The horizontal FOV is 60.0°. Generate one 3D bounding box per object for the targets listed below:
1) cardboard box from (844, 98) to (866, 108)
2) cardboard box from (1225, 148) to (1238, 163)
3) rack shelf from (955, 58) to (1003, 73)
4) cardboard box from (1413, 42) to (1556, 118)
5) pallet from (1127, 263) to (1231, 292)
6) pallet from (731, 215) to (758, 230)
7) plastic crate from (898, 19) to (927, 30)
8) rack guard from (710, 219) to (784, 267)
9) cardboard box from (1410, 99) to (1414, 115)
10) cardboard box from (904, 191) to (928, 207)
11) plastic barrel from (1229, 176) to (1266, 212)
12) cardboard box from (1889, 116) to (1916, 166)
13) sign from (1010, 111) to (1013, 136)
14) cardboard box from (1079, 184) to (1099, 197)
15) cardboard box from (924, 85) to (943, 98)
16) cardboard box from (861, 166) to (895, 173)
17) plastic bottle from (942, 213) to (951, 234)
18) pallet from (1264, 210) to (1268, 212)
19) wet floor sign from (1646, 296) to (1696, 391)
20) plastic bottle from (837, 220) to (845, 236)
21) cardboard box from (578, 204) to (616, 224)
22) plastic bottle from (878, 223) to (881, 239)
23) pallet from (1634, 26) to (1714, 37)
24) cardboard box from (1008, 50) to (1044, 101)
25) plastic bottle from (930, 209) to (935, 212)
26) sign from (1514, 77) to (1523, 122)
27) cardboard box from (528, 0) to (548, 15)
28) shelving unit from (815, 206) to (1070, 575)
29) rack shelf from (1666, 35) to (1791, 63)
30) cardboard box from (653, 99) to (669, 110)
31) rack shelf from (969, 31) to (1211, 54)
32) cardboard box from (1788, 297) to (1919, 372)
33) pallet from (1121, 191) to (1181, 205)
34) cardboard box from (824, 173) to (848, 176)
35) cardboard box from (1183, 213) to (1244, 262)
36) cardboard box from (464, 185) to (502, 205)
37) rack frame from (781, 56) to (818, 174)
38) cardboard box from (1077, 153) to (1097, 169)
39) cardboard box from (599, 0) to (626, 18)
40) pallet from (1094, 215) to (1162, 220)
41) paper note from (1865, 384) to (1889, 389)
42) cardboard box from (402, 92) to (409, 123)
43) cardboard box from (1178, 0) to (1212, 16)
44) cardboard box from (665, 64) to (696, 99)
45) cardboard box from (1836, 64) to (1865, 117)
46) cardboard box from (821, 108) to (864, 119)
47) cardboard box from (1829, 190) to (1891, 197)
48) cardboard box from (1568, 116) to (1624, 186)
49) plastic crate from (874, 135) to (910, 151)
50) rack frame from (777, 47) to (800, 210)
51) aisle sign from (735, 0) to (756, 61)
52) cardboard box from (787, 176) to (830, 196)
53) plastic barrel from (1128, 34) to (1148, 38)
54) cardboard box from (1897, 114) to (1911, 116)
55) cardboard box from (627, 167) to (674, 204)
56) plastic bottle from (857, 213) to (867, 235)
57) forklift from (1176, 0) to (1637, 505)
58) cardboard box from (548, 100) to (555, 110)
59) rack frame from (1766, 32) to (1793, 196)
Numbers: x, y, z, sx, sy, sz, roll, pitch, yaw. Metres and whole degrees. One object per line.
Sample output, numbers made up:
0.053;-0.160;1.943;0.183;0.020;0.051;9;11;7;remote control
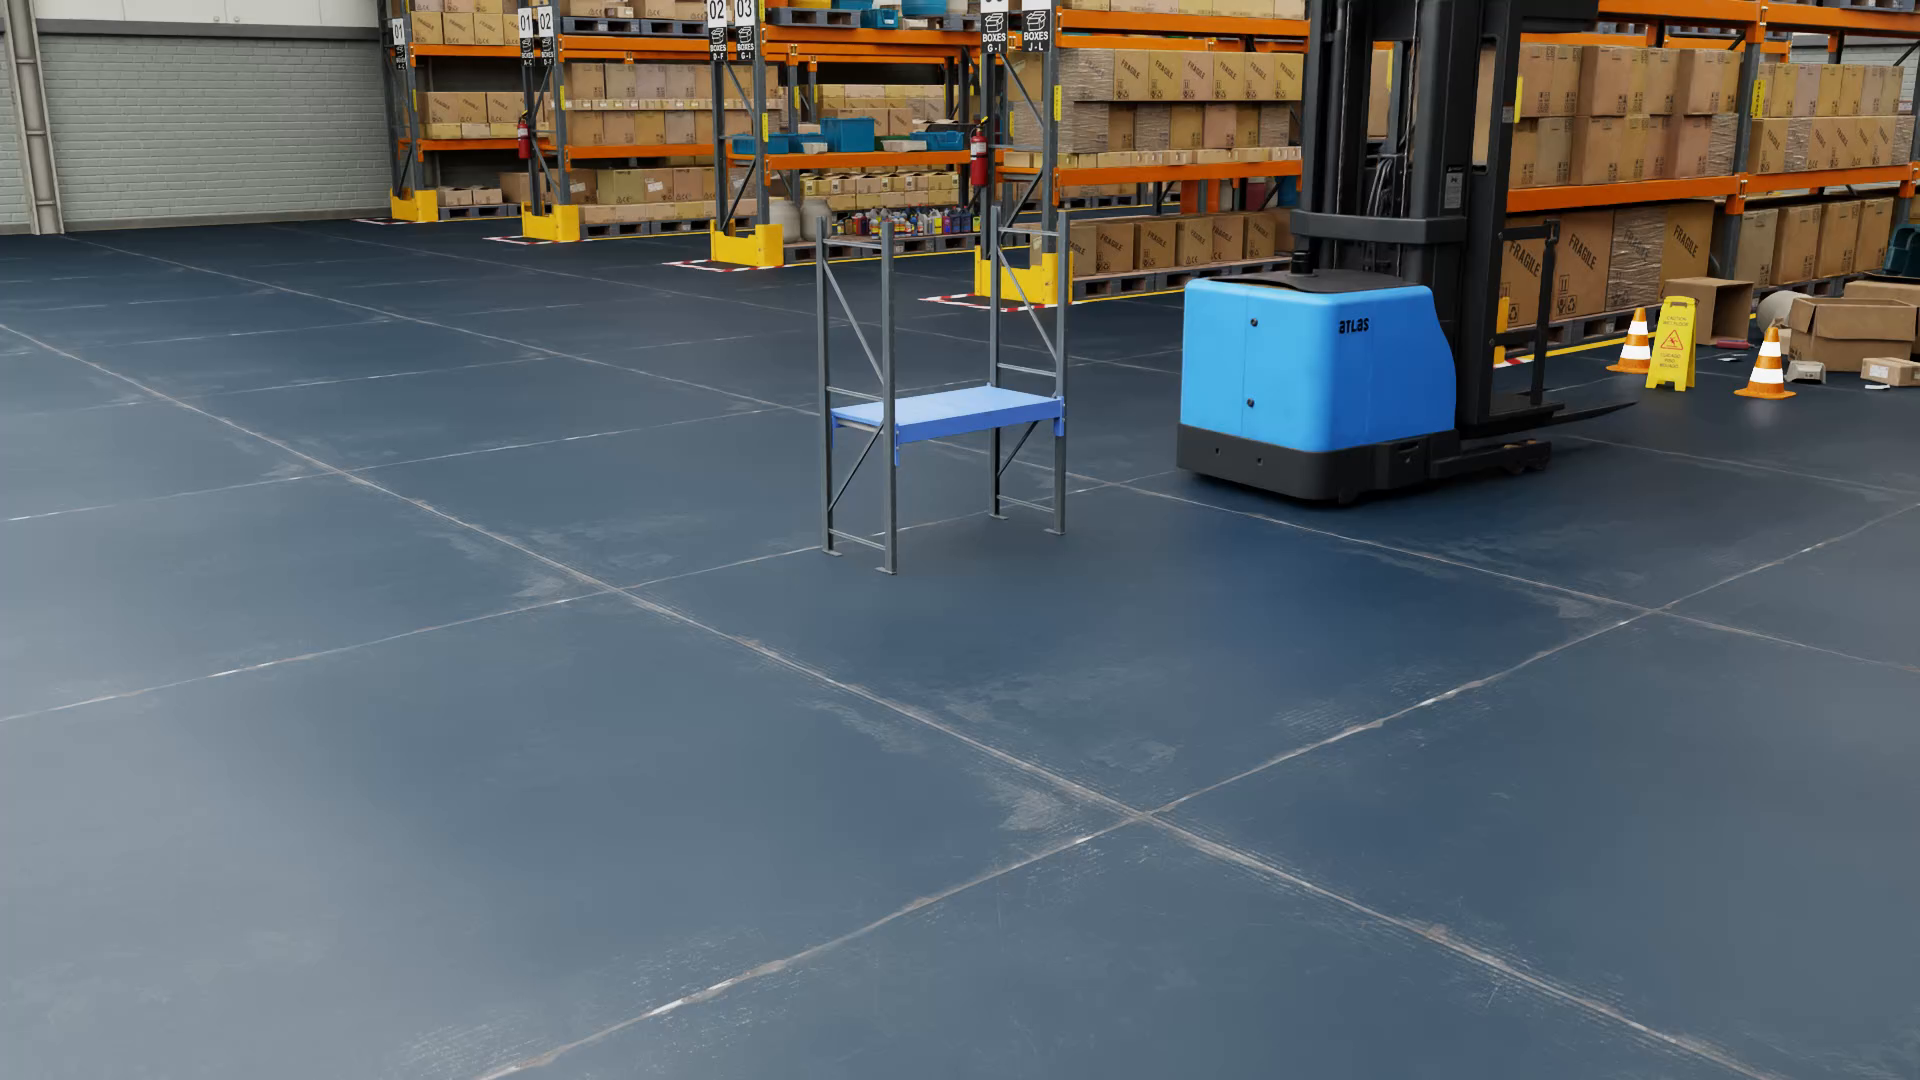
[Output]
-2.201;-8.474;32.855;0.500;0.500;0.500;-12;19;-38;cardboard box
2.818;-4.216;18.208;0.250;0.149;0.380;-13;19;-39;cardboard box
1.390;-10.271;35.973;4.000;0.370;1.077;-13;19;-39;rack shelf
4.068;-3.572;12.927;0.550;0.550;0.875;-13;19;-39;cardboard box
2.196;-2.907;18.225;1.213;0.211;1.003;-13;19;-39;pallet
-3.527;-5.038;26.203;1.213;0.211;1.003;-13;19;-39;pallet
-0.596;-6.518;21.039;0.396;0.136;0.243;-13;19;-39;plastic crate
-2.642;-3.684;20.573;0.348;0.500;1.175;-13;19;-39;rack guard
5.881;-5.298;20.766;0.500;0.500;0.700;-9;18;-31;cardboard box
-0.887;-5.755;27.997;0.500;0.250;0.500;-12;19;-38;cardboard box
4.576;-5.540;26.537;0.708;0.588;0.600;-13;19;-39;plastic barrel
9.634;-4.198;17.458;0.500;0.500;0.500;-13;19;-39;cardboard box
0.702;-5.572;22.261;0.005;0.325;0.100;-13;19;-39;sign
2.194;-6.566;30.510;0.500;0.500;0.500;-12;19;-39;cardboard box
-0.696;-9.181;34.048;0.500;0.250;0.500;-12;19;-38;cardboard box
-1.831;-7.564;33.607;0.750;0.750;0.750;-13;20;-40;cardboard box
-0.188;-4.214;22.124;0.133;0.283;0.061;-11;19;-36;plastic bottle
4.854;-5.225;26.901;1.213;0.211;1.003;-13;19;-39;pallet
5.040;-1.395;11.721;0.267;0.644;0.232;12;19;37;wet floor sign
-1.571;-4.127;21.956;0.097;0.201;0.097;0;15;0;plastic bottle
-5.367;-4.756;24.259;0.500;0.250;0.500;-13;19;-39;cardboard box
-1.018;-3.994;21.460;0.097;0.201;0.097;0;15;0;plastic bottle
10.260;-7.481;24.304;1.213;0.211;1.003;-13;19;-39;pallet
0.836;-4.722;16.907;0.500;0.500;0.500;-13;19;-39;cardboard box
-0.405;-4.415;22.892;0.135;0.276;0.152;-12;19;-37;plastic bottle
4.122;-3.270;12.349;0.005;0.325;0.100;-13;19;-39;sign
-7.148;-9.143;28.184;0.500;0.500;0.500;-14;20;-41;cardboard box
-0.064;-0.710;7.502;1.048;1.500;0.538;-13;19;-39;shelving unit
11.144;-7.379;25.142;4.000;0.370;1.077;-13;19;-39;rack shelf
-4.510;-6.439;24.594;0.250;0.149;0.380;-13;20;-40;cardboard box
1.858;-6.988;23.679;4.000;0.370;1.077;-13;19;-39;rack shelf
6.751;-1.560;12.617;0.797;0.503;0.637;2;15;9;cardboard box
3.654;-6.636;32.185;1.213;0.211;1.003;-13;19;-39;pallet
-2.016;-5.955;27.660;0.500;0.311;0.500;-13;20;-40;cardboard box
2.845;-3.420;18.770;0.500;0.500;0.500;-6;16;-22;cardboard box
-8.161;-5.908;28.413;0.500;0.311;0.500;-11;18;-35;cardboard box
-3.137;-8.153;32.462;0.127;3.000;1.000;-13;19;-39;rack frame
1.156;-3.824;16.742;0.250;0.149;0.380;-13;19;-39;cardboard box
-5.222;-7.728;24.263;0.500;0.250;0.500;-13;19;-39;cardboard box
2.757;-4.754;25.138;1.213;0.211;1.003;-13;19;-39;pallet
6.495;-1.089;11.769;0.148;0.019;0.142;8;17;28;paper note
-8.956;-7.219;27.762;0.500;0.500;0.500;-13;20;-40;cardboard box
2.267;-5.574;17.284;0.500;0.250;0.500;-12;19;-38;cardboard box
-4.366;-6.856;24.896;0.500;0.500;0.700;-13;19;-39;cardboard box
8.686;-4.562;16.884;0.500;0.500;0.700;-13;20;-40;cardboard box
-1.912;-6.777;27.113;0.500;0.500;0.500;-11;18;-35;cardboard box
10.141;-3.802;18.749;0.500;0.250;0.500;-13;20;-41;cardboard box
4.918;-3.235;13.756;0.550;0.550;0.875;-13;19;-39;cardboard box
-0.860;-5.270;22.077;0.662;0.188;0.450;-13;19;-39;plastic crate
-2.900;-6.512;26.317;0.127;3.000;1.000;-13;19;-39;rack frame
-2.530;-6.056;19.573;0.004;0.787;0.394;-13;19;-39;aisle sign
-2.424;-5.679;26.626;0.500;0.311;0.500;-13;19;-39;cardboard box
2.560;-7.346;23.895;0.301;0.262;0.301;0;15;0;plastic barrel
10.294;-4.546;18.052;0.250;0.149;0.380;-12;19;-37;cardboard box
-4.622;-5.291;24.807;0.500;0.500;0.500;-13;19;-39;cardboard box
-1.292;-4.183;22.008;0.133;0.283;0.061;-13;19;-39;plastic bottle
2.655;-1.872;9.078;3.031;2.935;1.130;-11;18;-35;forklift
-5.754;-6.298;24.065;0.250;0.149;0.380;-13;20;-40;cardboard box
12.653;-6.616;26.705;0.127;3.000;1.000;-13;19;-39;rack frame
